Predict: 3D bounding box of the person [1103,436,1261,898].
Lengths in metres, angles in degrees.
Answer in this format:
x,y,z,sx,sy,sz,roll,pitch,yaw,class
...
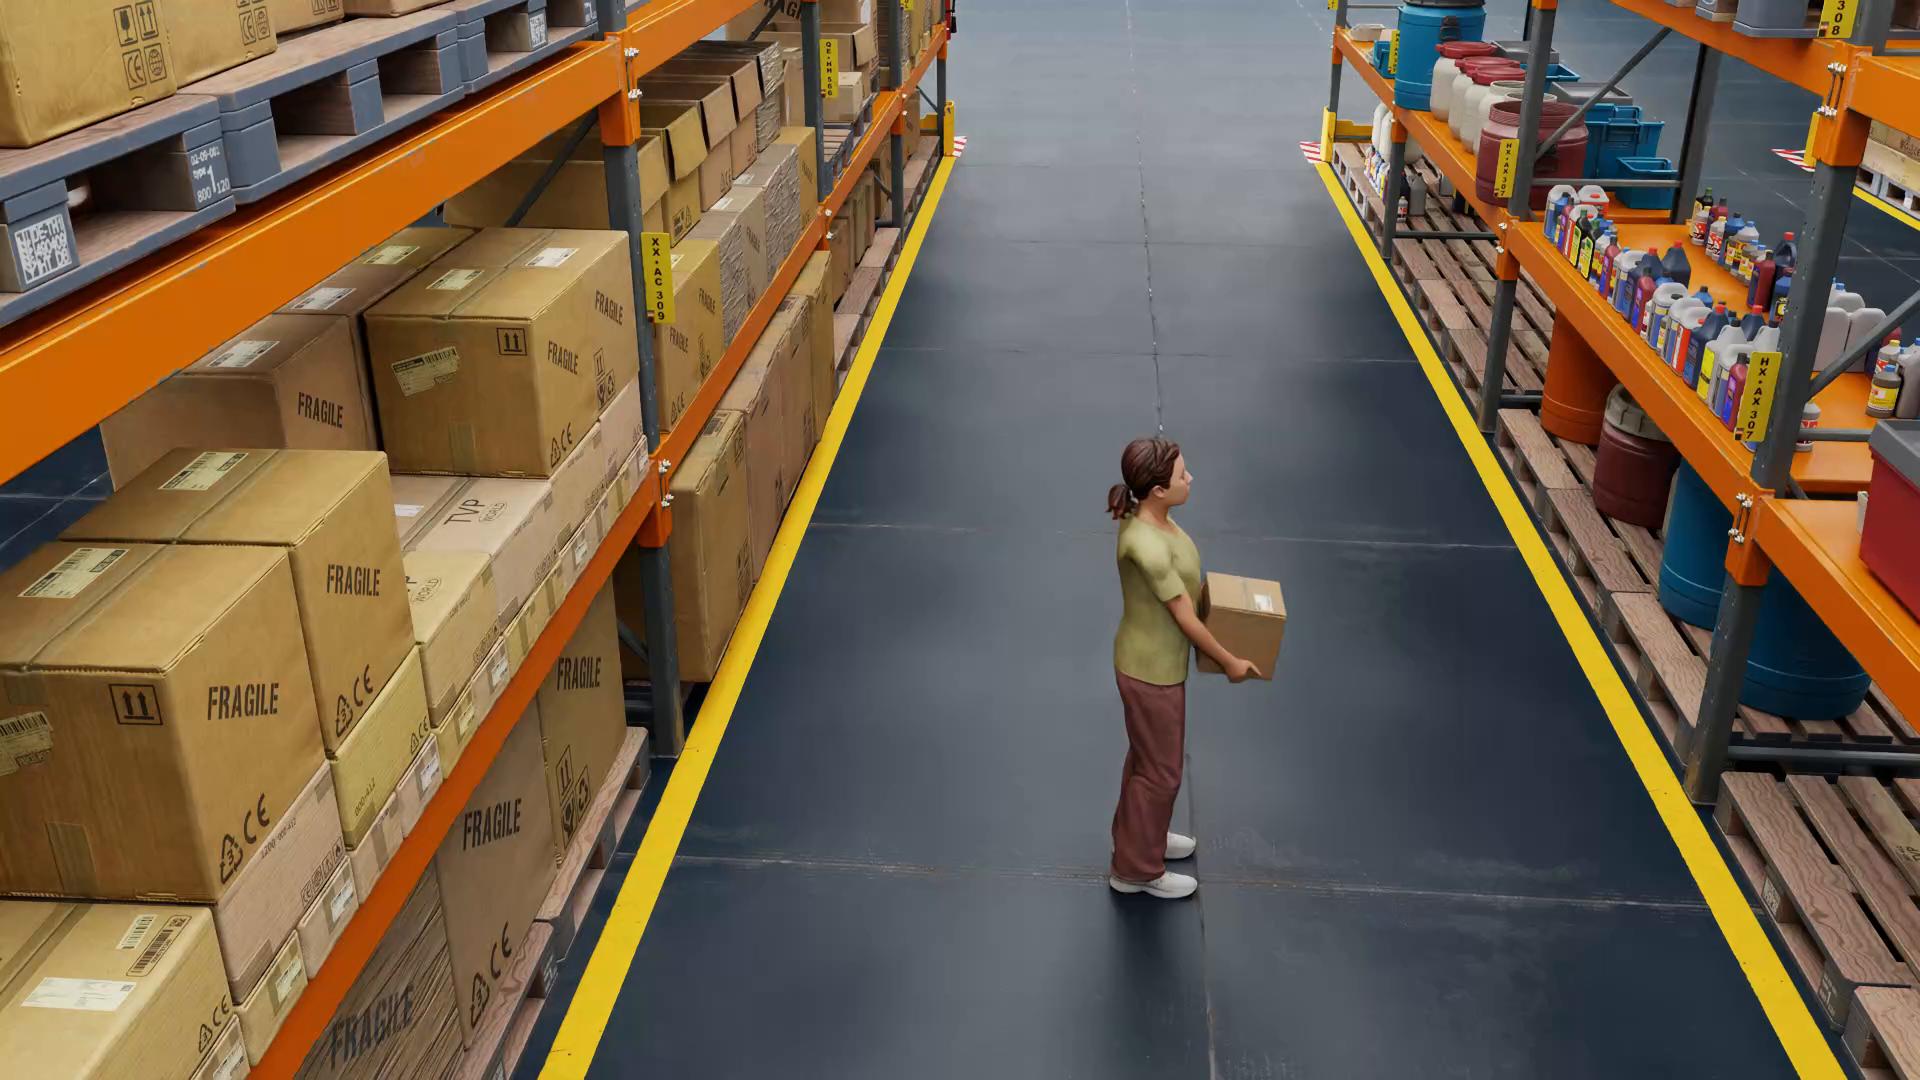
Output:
x,y,z,sx,sy,sz,roll,pitch,yaw,class
0.748,0.439,5.663,0.518,1.668,0.420,2,25,4,person
